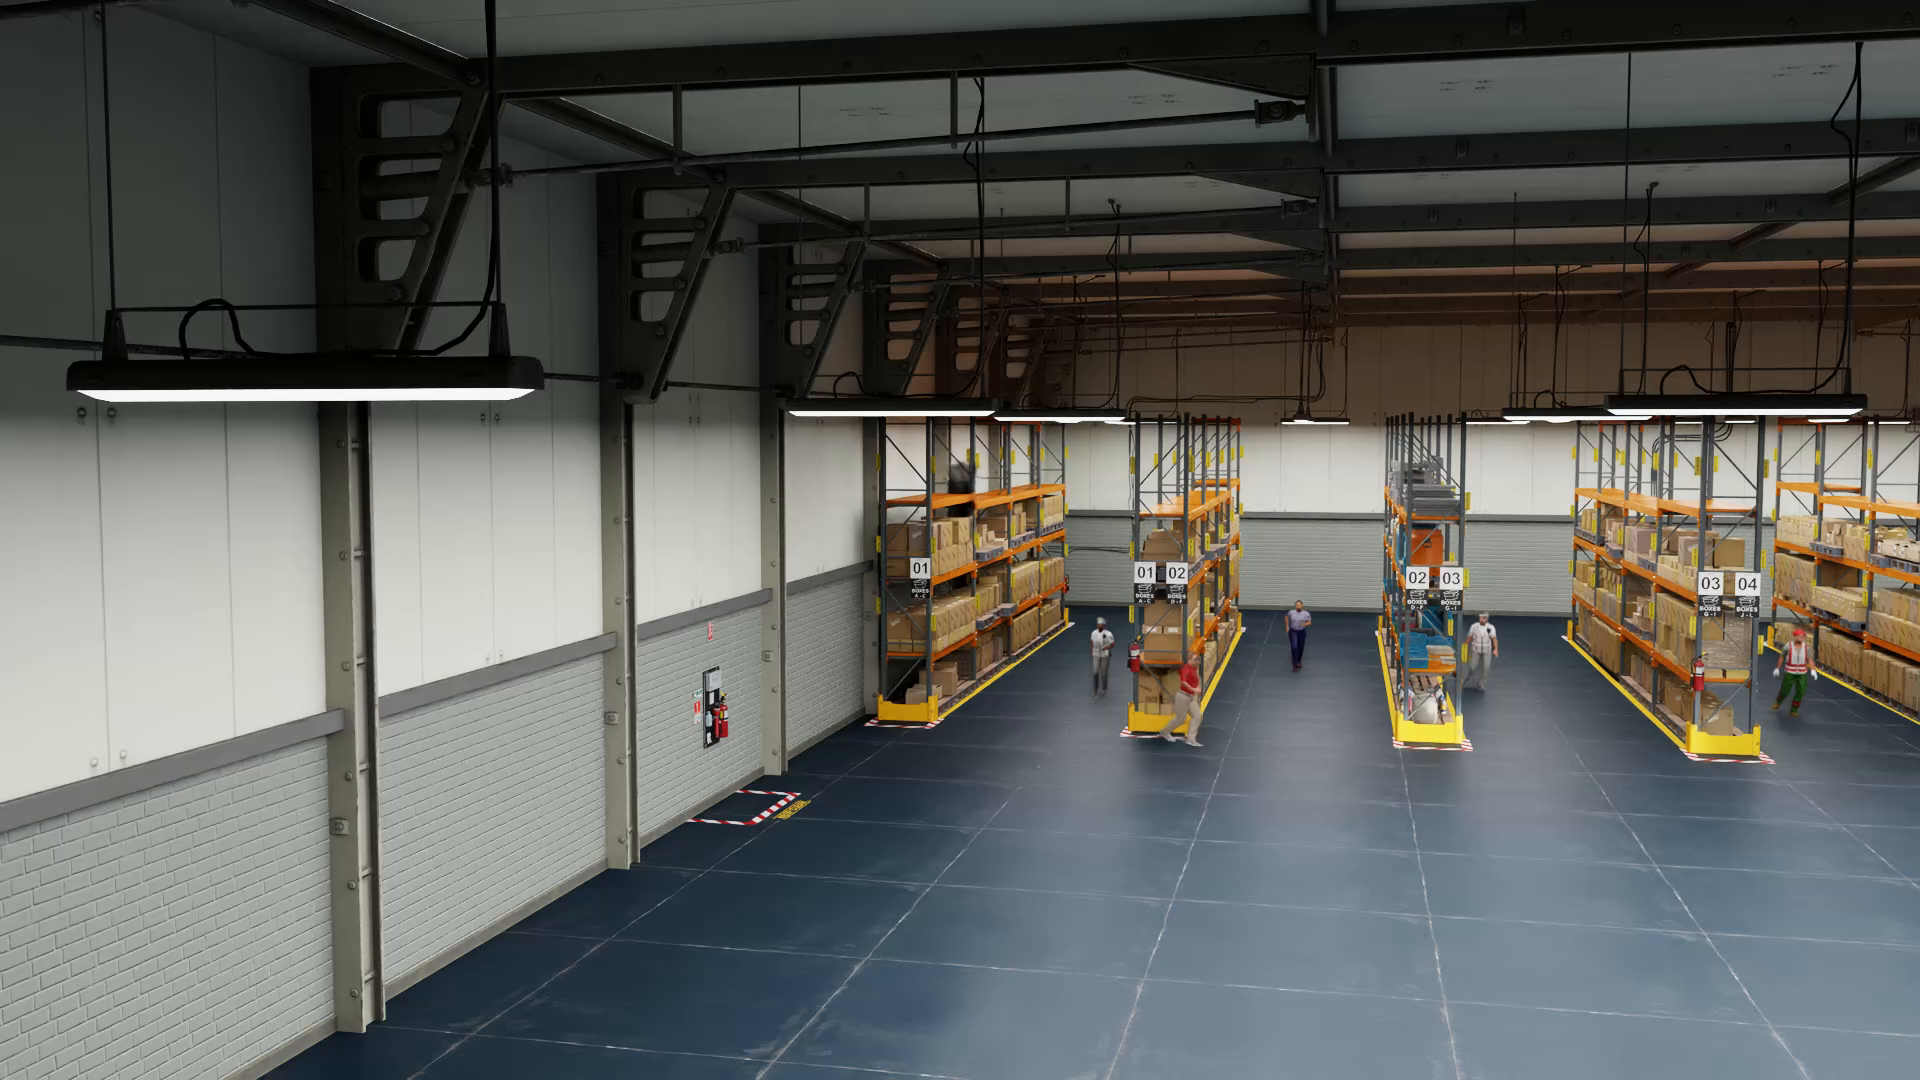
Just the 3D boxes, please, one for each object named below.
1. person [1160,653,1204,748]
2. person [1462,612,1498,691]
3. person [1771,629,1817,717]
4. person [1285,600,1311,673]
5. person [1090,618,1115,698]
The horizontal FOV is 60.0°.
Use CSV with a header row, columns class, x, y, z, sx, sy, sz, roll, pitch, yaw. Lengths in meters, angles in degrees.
class,x,y,z,sx,sy,sz,roll,pitch,yaw
person,3.972,2.861,29.812,0.820,1.707,0.630,2,4,28
person,11.342,2.402,36.296,0.721,1.736,0.682,1,4,12
person,16.484,2.616,32.883,0.731,1.751,0.679,1,4,12
person,7.963,2.256,39.127,0.556,1.708,0.841,0,4,3
person,3.015,2.499,35.287,0.559,1.733,0.729,1,4,12
